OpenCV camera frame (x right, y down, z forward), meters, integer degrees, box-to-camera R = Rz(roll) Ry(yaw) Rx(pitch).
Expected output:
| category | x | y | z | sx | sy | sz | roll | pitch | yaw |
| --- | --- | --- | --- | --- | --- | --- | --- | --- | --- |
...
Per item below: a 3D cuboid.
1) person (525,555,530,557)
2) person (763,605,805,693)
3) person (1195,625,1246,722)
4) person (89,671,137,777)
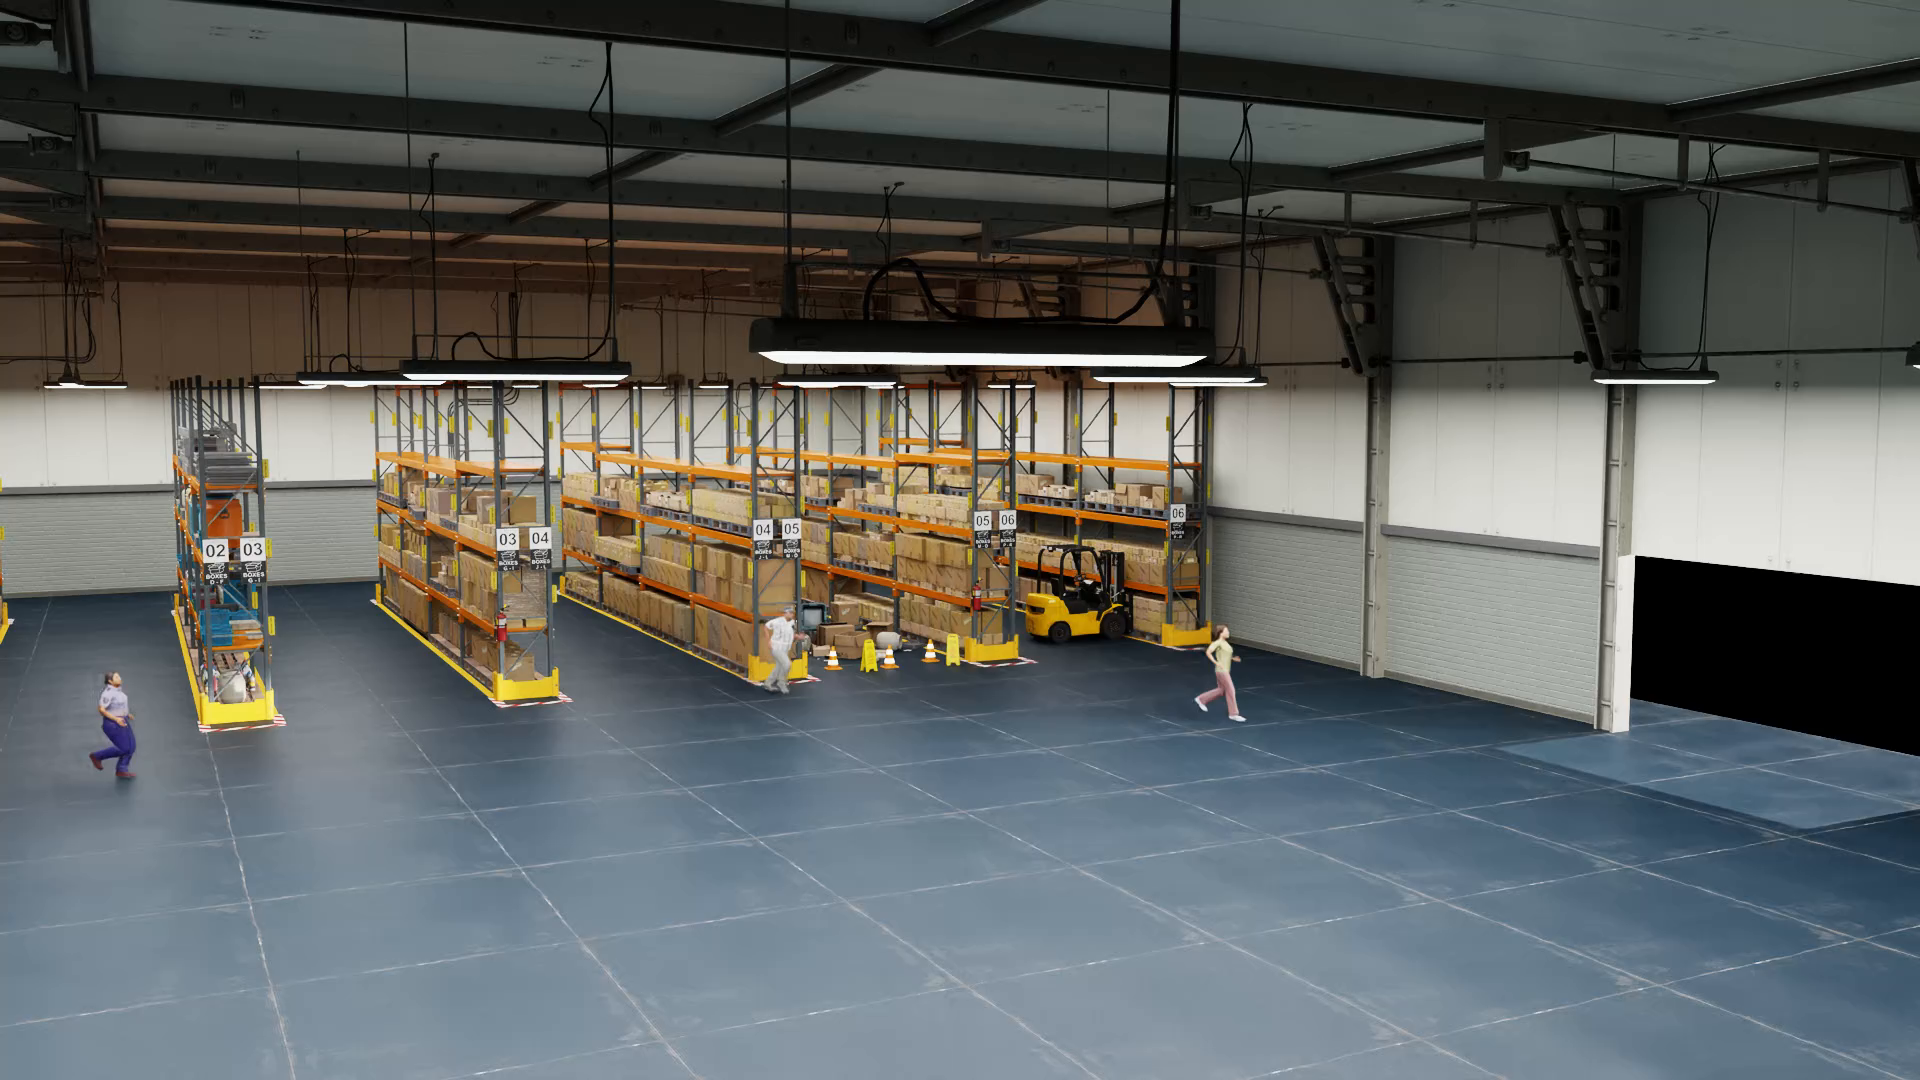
| category | x | y | z | sx | sy | sz | roll | pitch | yaw |
| --- | --- | --- | --- | --- | --- | --- | --- | --- | --- |
| person | -11.802 | 0.803 | 45.512 | 0.665 | 1.734 | 0.964 | -3 | 6 | -27 |
| person | -3.389 | 2.083 | 31.710 | 0.876 | 1.722 | 0.691 | 3 | 6 | 31 |
| person | 4.553 | 2.312 | 29.067 | 0.928 | 1.675 | 0.579 | 2 | 6 | 23 |
| person | -12.569 | 2.746 | 24.667 | 0.607 | 1.598 | 0.608 | -1 | 5 | -10 |
